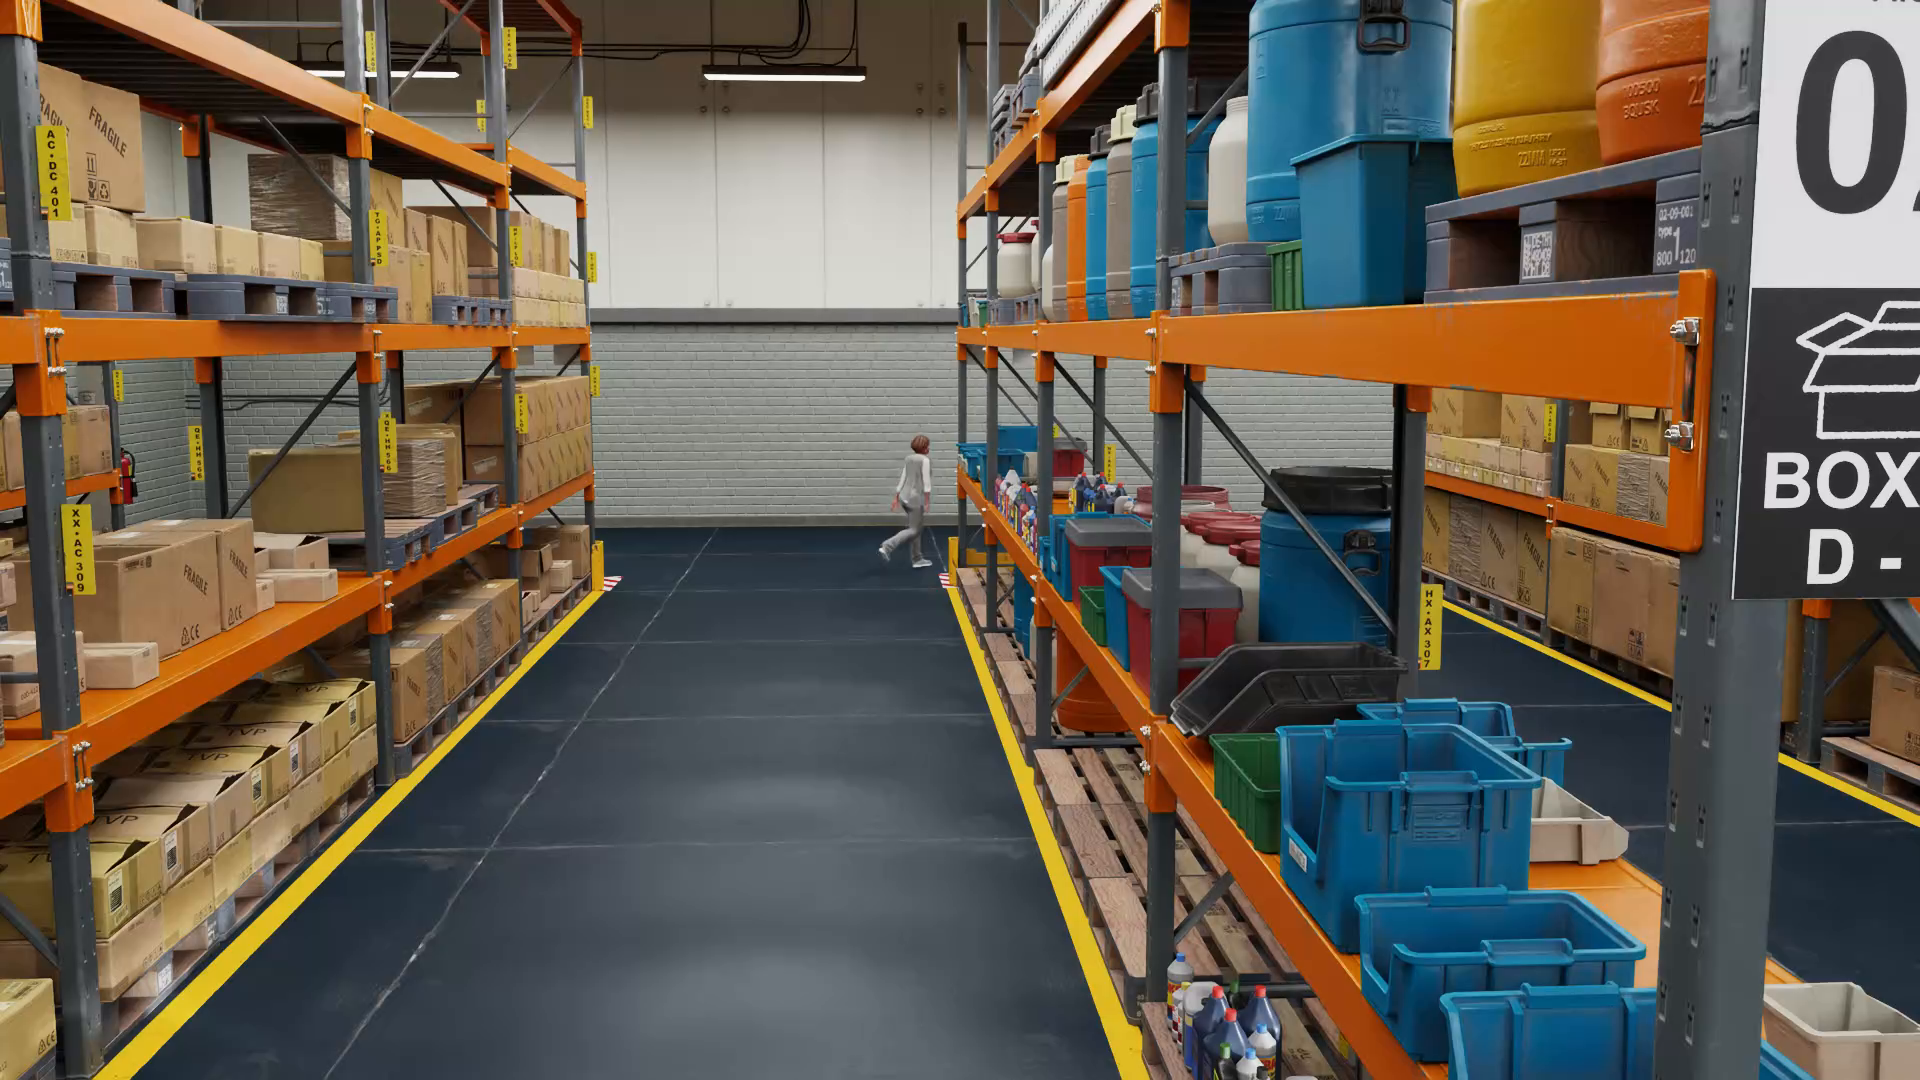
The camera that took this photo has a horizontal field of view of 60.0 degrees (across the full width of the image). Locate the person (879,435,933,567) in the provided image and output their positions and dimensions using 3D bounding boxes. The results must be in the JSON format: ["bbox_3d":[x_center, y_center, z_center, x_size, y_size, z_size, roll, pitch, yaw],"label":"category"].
[{"bbox_3d":[-0.587,-0.436,19.296,0.760,1.559,0.494,-6,9,-38],"label":"person"}]
